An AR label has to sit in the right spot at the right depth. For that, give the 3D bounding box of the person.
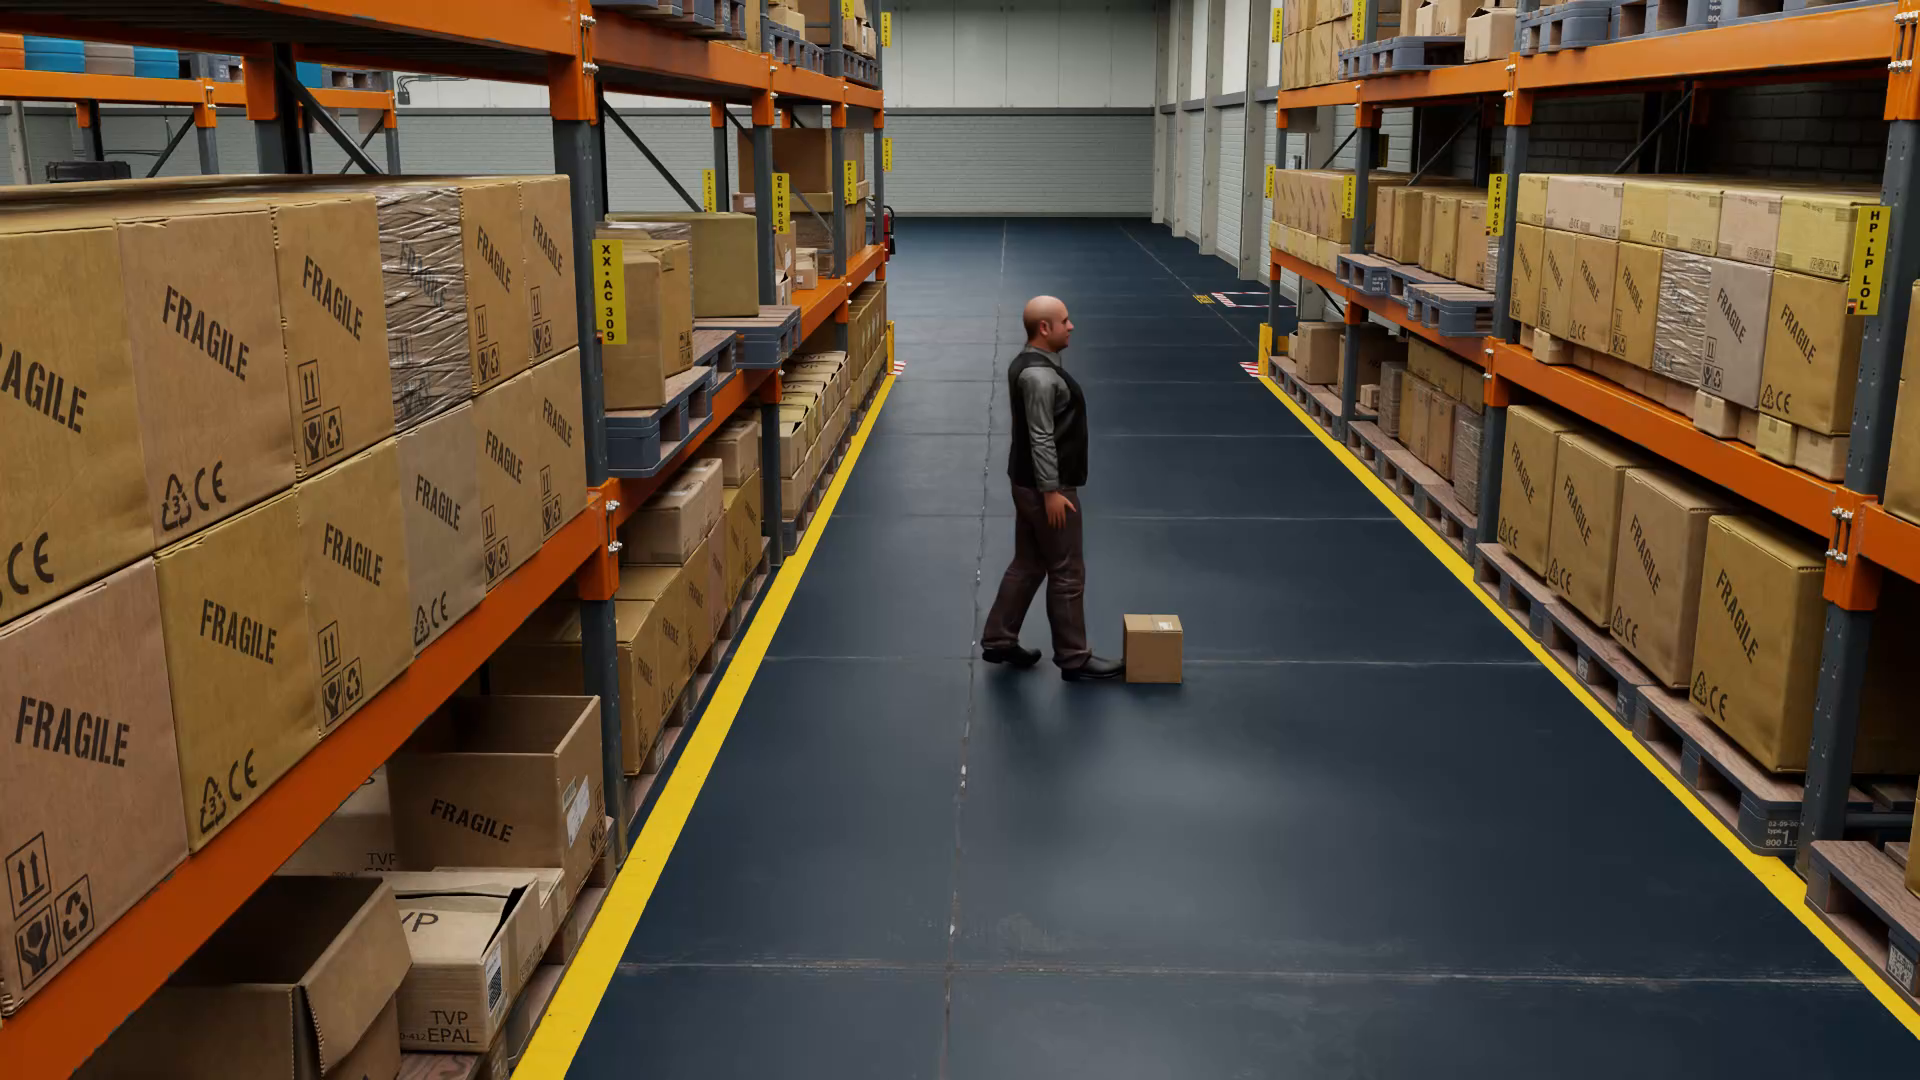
[{"bbox_3d":[0.436,-0.218,7.444,0.626,1.737,0.550,1,14,2],"label":"person"}]
